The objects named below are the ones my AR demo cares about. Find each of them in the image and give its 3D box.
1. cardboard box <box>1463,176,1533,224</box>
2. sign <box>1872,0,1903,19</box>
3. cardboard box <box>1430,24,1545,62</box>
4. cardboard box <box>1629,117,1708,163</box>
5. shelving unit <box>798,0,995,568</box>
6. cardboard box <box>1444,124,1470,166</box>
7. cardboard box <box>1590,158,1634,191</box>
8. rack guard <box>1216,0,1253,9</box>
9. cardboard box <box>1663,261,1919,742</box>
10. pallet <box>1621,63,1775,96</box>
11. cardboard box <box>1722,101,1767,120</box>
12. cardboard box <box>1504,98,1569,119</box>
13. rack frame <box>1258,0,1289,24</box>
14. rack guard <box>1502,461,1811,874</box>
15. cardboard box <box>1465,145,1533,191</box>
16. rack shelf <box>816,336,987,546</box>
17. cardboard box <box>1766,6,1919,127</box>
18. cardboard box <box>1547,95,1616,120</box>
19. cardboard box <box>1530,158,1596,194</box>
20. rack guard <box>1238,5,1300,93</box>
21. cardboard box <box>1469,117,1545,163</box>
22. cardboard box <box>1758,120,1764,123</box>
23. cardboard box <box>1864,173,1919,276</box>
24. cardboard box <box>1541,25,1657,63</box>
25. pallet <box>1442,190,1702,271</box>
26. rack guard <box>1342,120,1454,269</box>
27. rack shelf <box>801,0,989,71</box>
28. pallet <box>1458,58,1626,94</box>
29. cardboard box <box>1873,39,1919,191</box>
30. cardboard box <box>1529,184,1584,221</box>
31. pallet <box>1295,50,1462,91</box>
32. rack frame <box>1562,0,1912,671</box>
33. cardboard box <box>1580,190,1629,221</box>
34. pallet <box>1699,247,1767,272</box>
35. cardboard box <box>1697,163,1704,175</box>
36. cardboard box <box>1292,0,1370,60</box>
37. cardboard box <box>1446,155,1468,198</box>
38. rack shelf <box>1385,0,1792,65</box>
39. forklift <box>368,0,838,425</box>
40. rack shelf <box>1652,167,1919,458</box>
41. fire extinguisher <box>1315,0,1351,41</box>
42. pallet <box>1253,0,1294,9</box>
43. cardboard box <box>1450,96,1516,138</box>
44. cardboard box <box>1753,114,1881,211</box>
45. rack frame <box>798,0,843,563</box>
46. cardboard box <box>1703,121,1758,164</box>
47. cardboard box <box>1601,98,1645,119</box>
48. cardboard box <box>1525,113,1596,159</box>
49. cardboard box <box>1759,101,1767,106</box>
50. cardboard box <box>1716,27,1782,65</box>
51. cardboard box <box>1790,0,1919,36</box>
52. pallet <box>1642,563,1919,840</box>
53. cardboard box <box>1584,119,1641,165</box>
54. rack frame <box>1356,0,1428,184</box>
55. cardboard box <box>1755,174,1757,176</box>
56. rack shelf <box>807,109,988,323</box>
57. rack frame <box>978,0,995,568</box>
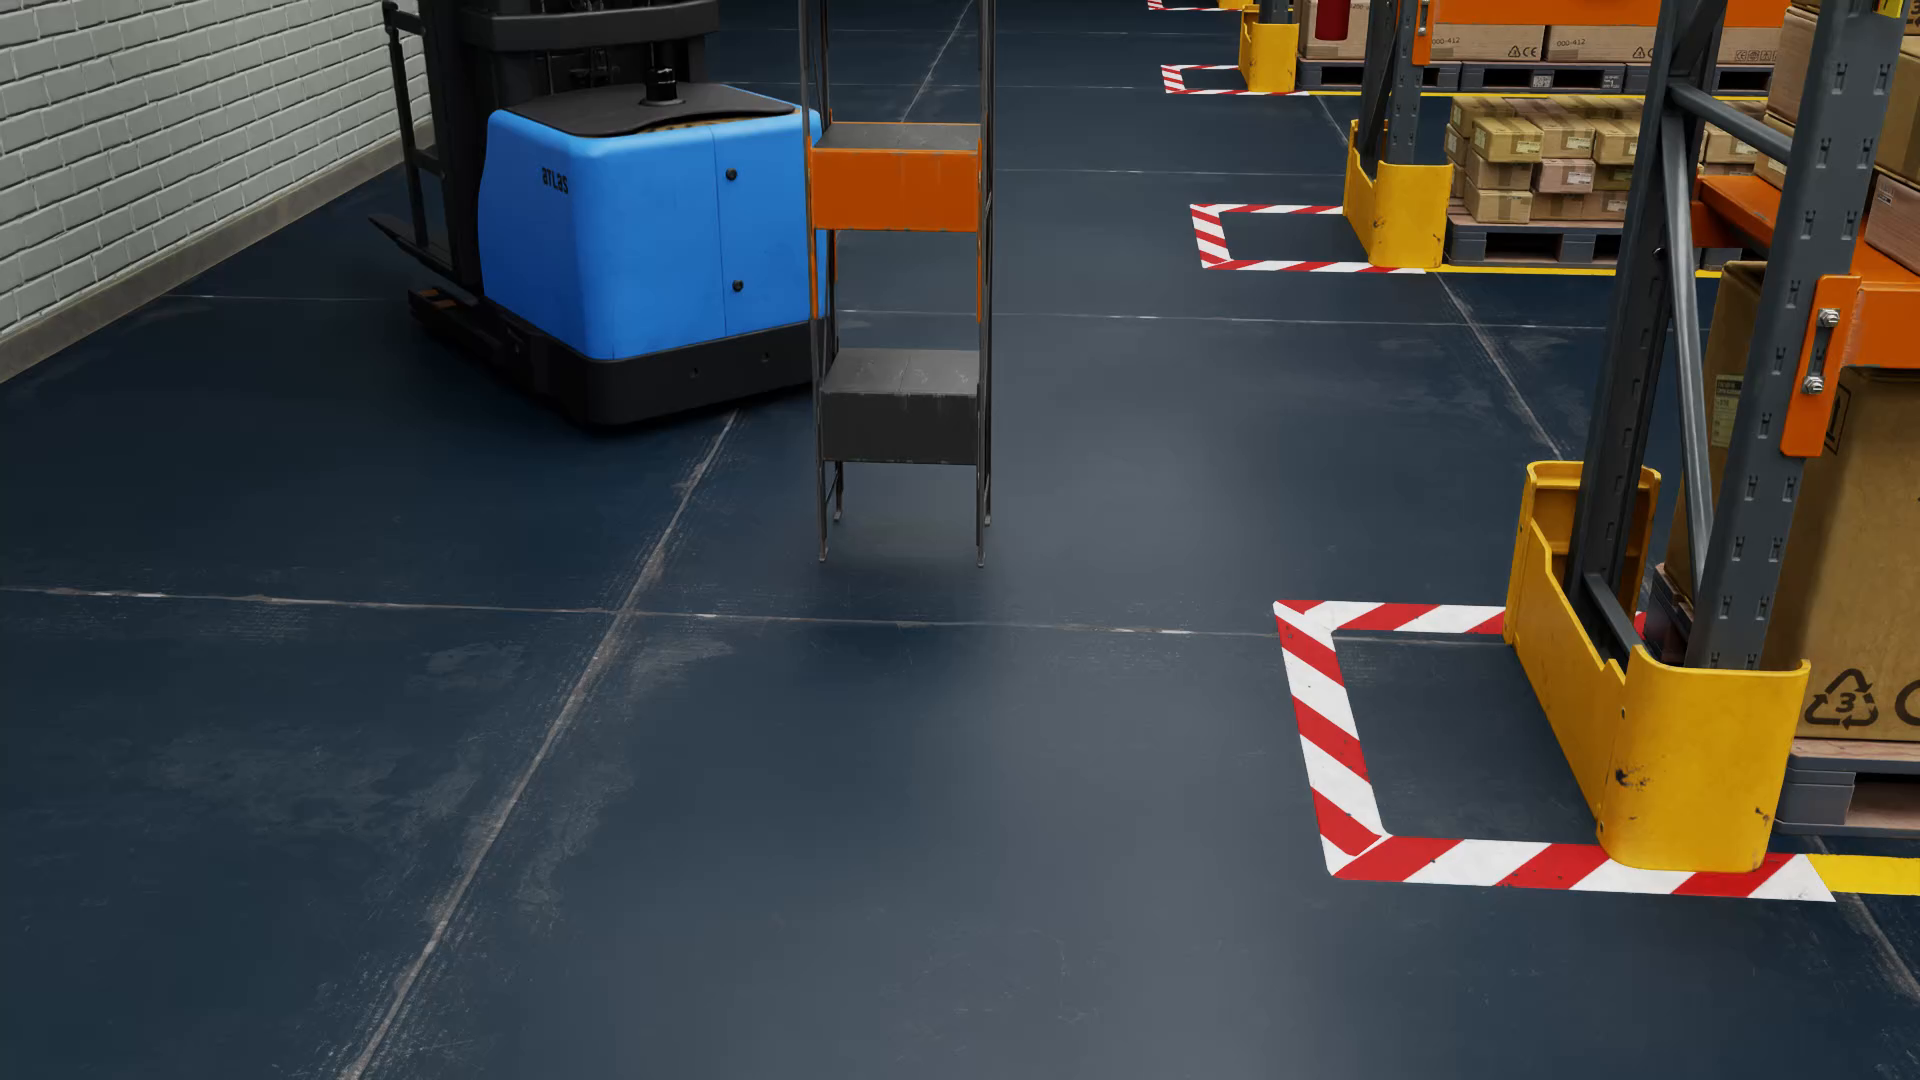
[{"bbox_3d":[2.659,-1.685,8.232,0.250,0.149,0.380,2,25,5],"label":"cardboard box"},{"bbox_3d":[1.632,-1.074,2.864,0.005,0.325,0.100,2,25,4],"label":"sign"},{"bbox_3d":[4.018,-4.027,12.977,0.875,0.438,0.875,2,25,5],"label":"cardboard box"},{"bbox_3d":[3.436,-1.953,8.103,0.250,0.149,0.380,1,25,1],"label":"cardboard box"},{"bbox_3d":[-0.165,-0.959,4.823,0.503,2.100,0.431,2,25,4],"label":"shelving unit"},{"bbox_3d":[2.709,-2.072,8.718,0.250,0.149,0.380,1,25,3],"label":"cardboard box"},{"bbox_3d":[3.183,-1.843,8.220,0.250,0.149,0.380,2,25,5],"label":"cardboard box"},{"bbox_3d":[2.891,-5.937,17.554,0.348,0.500,1.175,2,25,4],"label":"rack guard"},{"bbox_3d":[2.325,-0.114,3.949,0.875,0.875,0.875,2,25,4],"label":"cardboard box"},{"bbox_3d":[5.675,-3.668,12.969,1.213,0.211,1.003,2,25,4],"label":"pallet"},{"bbox_3d":[4.002,-2.132,8.491,0.250,0.149,0.380,1,25,2],"label":"cardboard box"},{"bbox_3d":[2.954,-2.162,8.557,0.250,0.149,0.380,2,25,5],"label":"cardboard box"},{"bbox_3d":[2.439,-5.006,12.540,0.127,3.000,1.000,2,25,4],"label":"rack frame"},{"bbox_3d":[1.656,0.259,4.088,0.348,0.500,1.175,2,25,4],"label":"rack guard"},{"bbox_3d":[2.663,-1.847,8.227,0.250,0.149,0.380,3,25,6],"label":"cardboard box"},{"bbox_3d":[-0.165,-0.311,5.121,0.480,0.518,0.431,2,25,4],"label":"rack shelf"},{"bbox_3d":[2.184,-1.038,3.740,0.500,0.250,0.500,1,25,3],"label":"cardboard box"},{"bbox_3d":[3.222,-2.207,8.654,0.250,0.149,0.380,1,25,3],"label":"cardboard box"},{"bbox_3d":[2.932,-1.814,8.157,0.250,0.149,0.380,2,25,4],"label":"cardboard box"},{"bbox_3d":[2.415,-3.871,13.065,0.348,0.500,1.175,2,25,4],"label":"rack guard"},{"bbox_3d":[2.657,-1.947,8.089,0.250,0.149,0.380,1,25,2],"label":"cardboard box"},{"bbox_3d":[3.971,-1.913,8.016,0.250,0.149,0.380,2,25,5],"label":"cardboard box"},{"bbox_3d":[2.009,-0.612,3.293,0.250,0.149,0.380,2,25,5],"label":"cardboard box"},{"bbox_3d":[4.917,-3.998,12.913,0.875,0.438,0.875,1,25,2],"label":"cardboard box"},{"bbox_3d":[3.044,-1.630,8.539,1.213,0.211,1.003,2,25,4],"label":"pallet"},{"bbox_3d":[2.236,-1.801,8.567,0.348,0.500,1.175,2,25,4],"label":"rack guard"},{"bbox_3d":[-0.165,-1.583,4.536,0.480,0.518,0.431,2,25,4],"label":"rack shelf"},{"bbox_3d":[4.455,-3.706,13.051,1.213,0.211,1.003,2,25,4],"label":"pallet"},{"bbox_3d":[2.138,-0.815,3.255,0.500,0.250,0.500,1,25,3],"label":"cardboard box"},{"bbox_3d":[2.926,-1.711,8.288,0.250,0.149,0.380,2,25,4],"label":"cardboard box"},{"bbox_3d":[3.242,-3.746,13.139,1.213,0.211,1.003,2,25,4],"label":"pallet"},{"bbox_3d":[1.680,-0.875,3.564,0.127,3.000,1.000,2,25,4],"label":"rack frame"},{"bbox_3d":[3.174,-1.706,8.276,0.250,0.149,0.380,2,25,5],"label":"cardboard box"},{"bbox_3d":[4.257,-1.589,8.452,1.213,0.211,1.003,2,25,4],"label":"pallet"},{"bbox_3d":[3.431,-1.790,8.104,0.250,0.149,0.380,3,25,6],"label":"cardboard box"},{"bbox_3d":[3.105,-4.053,13.033,0.875,0.438,0.875,1,25,2],"label":"cardboard box"},{"bbox_3d":[2.702,-1.905,8.710,0.250,0.149,0.380,2,25,5],"label":"cardboard box"},{"bbox_3d":[4.155,-2.549,8.061,4.000,0.370,1.077,2,25,4],"label":"rack shelf"},{"bbox_3d":[-1.749,-2.301,6.745,1.130,2.935,3.031,-17,30,-33],"label":"forklift"},{"bbox_3d":[3.674,-0.485,3.575,4.000,0.370,1.077,2,25,4],"label":"rack shelf"},{"bbox_3d":[1.945,-2.935,8.579,0.183,0.674,0.296,2,25,4],"label":"fire extinguisher"},{"bbox_3d":[3.686,-5.780,17.560,1.213,0.211,1.003,2,25,4],"label":"pallet"},{"bbox_3d":[2.708,-2.194,8.626,0.250,0.149,0.380,2,25,5],"label":"cardboard box"},{"bbox_3d":[2.061,-0.887,3.890,0.250,0.149,0.380,2,25,5],"label":"cardboard box"},{"bbox_3d":[-0.408,-0.967,4.840,0.015,2.100,0.400,2,25,4],"label":"rack frame"},{"bbox_3d":[3.712,-1.941,8.076,0.250,0.149,0.380,3,25,6],"label":"cardboard box"},{"bbox_3d":[3.475,-2.172,8.578,0.250,0.149,0.380,1,25,2],"label":"cardboard box"},{"bbox_3d":[2.941,-1.988,8.179,0.250,0.149,0.380,2,25,5],"label":"cardboard box"},{"bbox_3d":[4.265,-2.135,8.499,0.250,0.149,0.380,2,25,4],"label":"cardboard box"},{"bbox_3d":[5.809,-3.969,12.851,0.875,0.438,0.875,1,25,3],"label":"cardboard box"},{"bbox_3d":[2.186,-1.377,3.581,0.500,0.500,0.500,2,25,5],"label":"cardboard box"},{"bbox_3d":[2.483,0.384,4.162,1.213,0.211,1.003,2,25,4],"label":"pallet"},{"bbox_3d":[3.183,-1.927,8.046,0.250,0.149,0.380,2,25,4],"label":"cardboard box"},{"bbox_3d":[2.161,-2.939,8.050,0.127,3.000,1.000,2,25,4],"label":"rack frame"},{"bbox_3d":[3.976,-1.830,8.190,0.250,0.149,0.380,3,25,7],"label":"cardboard box"},{"bbox_3d":[-0.165,-0.947,4.828,0.480,0.518,0.431,2,25,4],"label":"rack shelf"},{"bbox_3d":[0.078,-0.951,4.806,0.015,2.100,0.400,2,25,4],"label":"rack frame"}]
